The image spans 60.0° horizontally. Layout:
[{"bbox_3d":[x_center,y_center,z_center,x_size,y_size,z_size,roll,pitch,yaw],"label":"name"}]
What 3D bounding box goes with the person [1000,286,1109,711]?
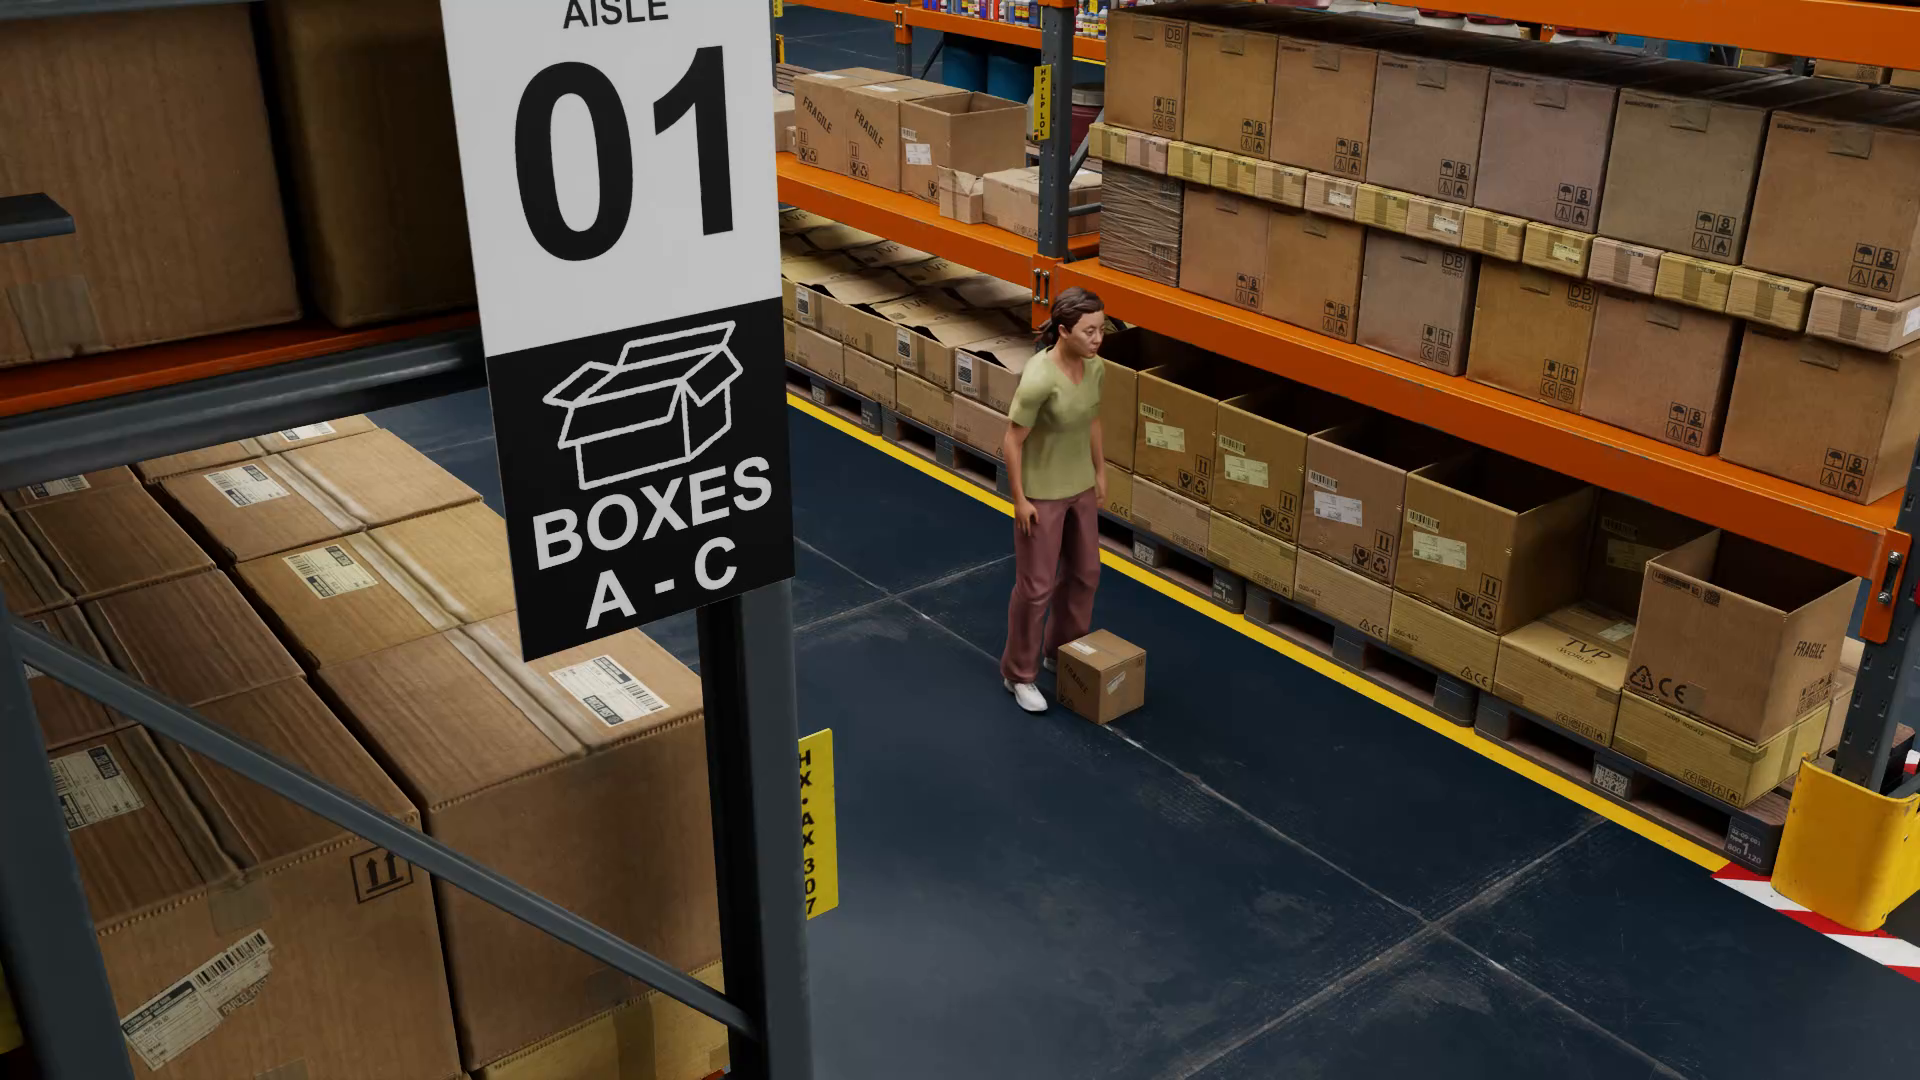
[{"bbox_3d":[0.389,-0.177,6.490,0.522,1.673,0.354,-20,32,-37],"label":"person"}]
